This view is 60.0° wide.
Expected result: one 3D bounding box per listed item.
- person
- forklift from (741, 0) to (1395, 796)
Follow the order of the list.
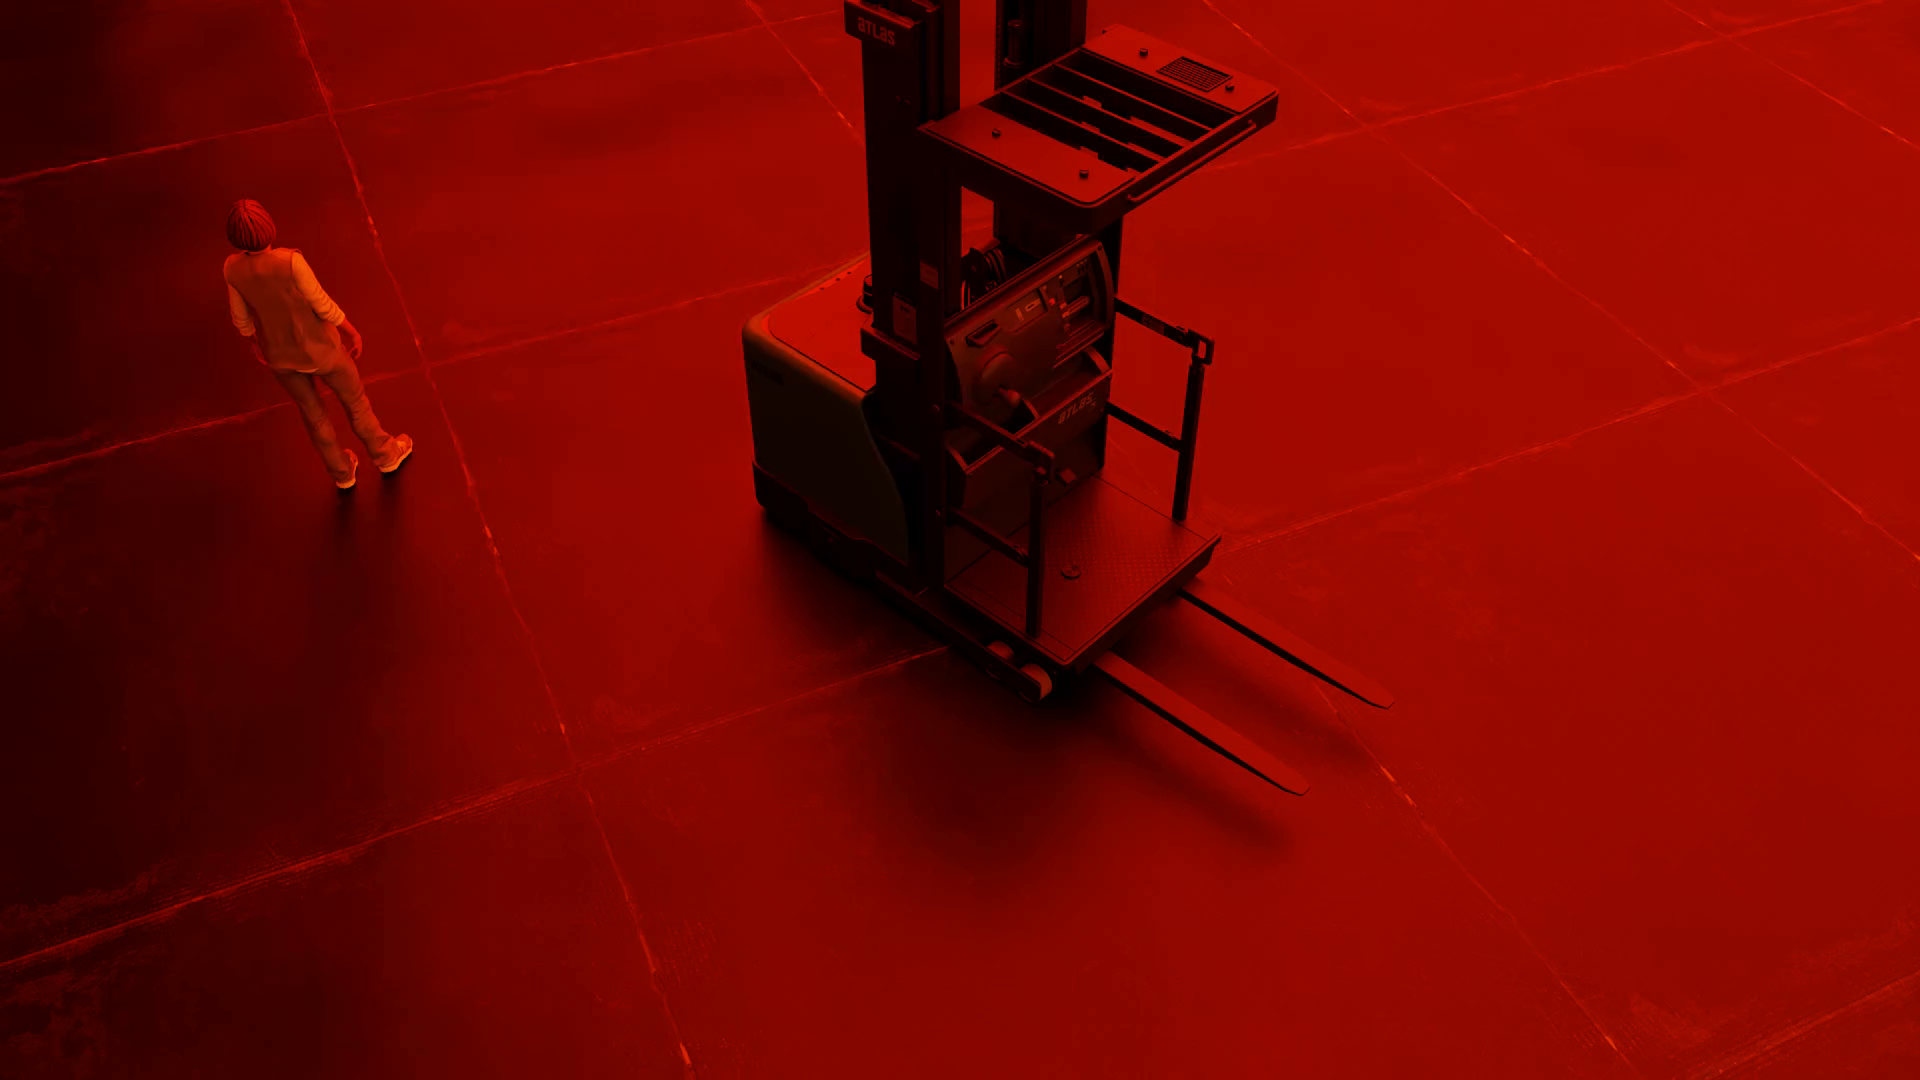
[{"bbox_3d":[-2.983,-0.915,7.627,0.519,1.600,0.473,-1,43,-1],"label":"person"},{"bbox_3d":[0.445,-0.788,6.525,3.031,2.935,1.130,32,52,30],"label":"forklift"}]
